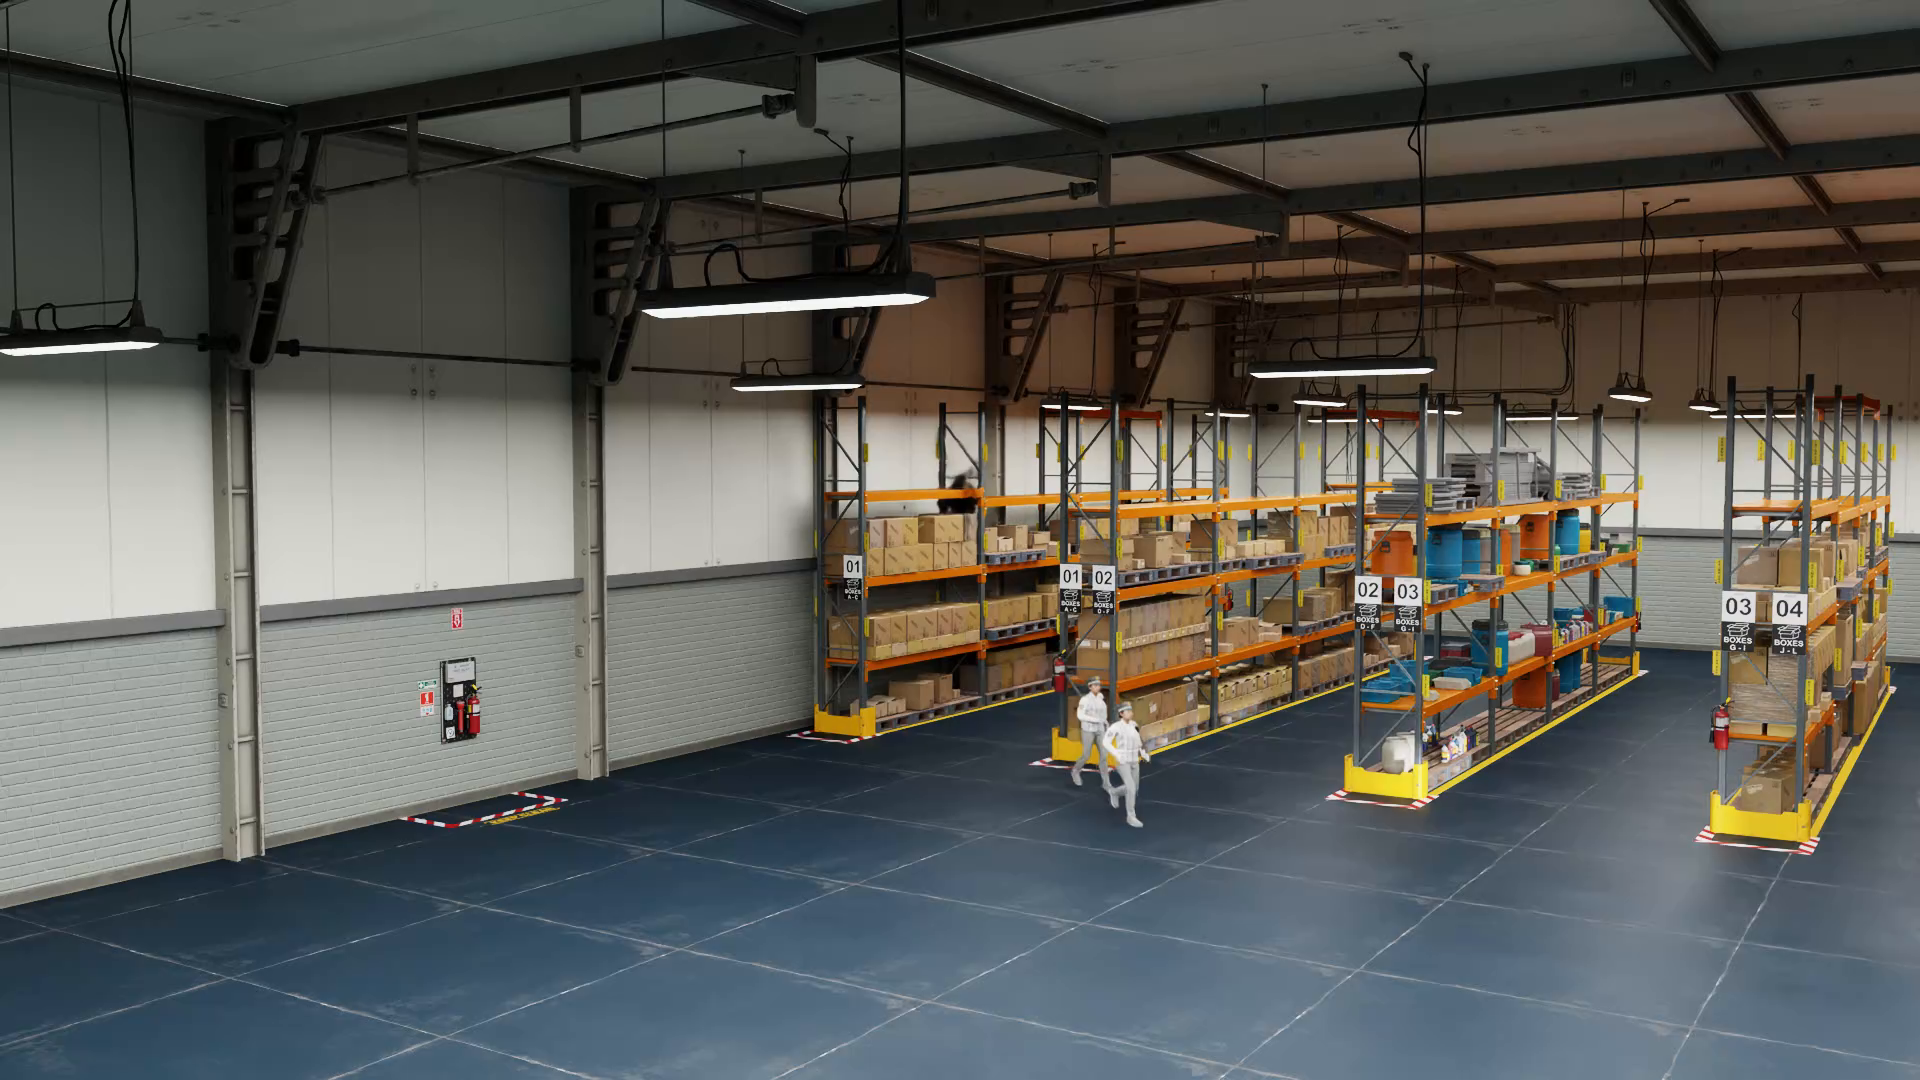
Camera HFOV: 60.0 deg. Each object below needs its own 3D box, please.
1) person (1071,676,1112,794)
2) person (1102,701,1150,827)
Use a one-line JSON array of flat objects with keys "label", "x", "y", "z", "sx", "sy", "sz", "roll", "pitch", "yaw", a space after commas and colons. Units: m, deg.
[{"label": "person", "x": 1.966, "y": 2.847, "z": 24.560, "sx": 0.627, "sy": 1.710, "sz": 0.897, "roll": -2, "pitch": 4, "yaw": -32}, {"label": "person", "x": 2.226, "y": 3.003, "z": 22.483, "sx": 0.618, "sy": 1.677, "sz": 0.666, "roll": -2, "pitch": 4, "yaw": -36}]
